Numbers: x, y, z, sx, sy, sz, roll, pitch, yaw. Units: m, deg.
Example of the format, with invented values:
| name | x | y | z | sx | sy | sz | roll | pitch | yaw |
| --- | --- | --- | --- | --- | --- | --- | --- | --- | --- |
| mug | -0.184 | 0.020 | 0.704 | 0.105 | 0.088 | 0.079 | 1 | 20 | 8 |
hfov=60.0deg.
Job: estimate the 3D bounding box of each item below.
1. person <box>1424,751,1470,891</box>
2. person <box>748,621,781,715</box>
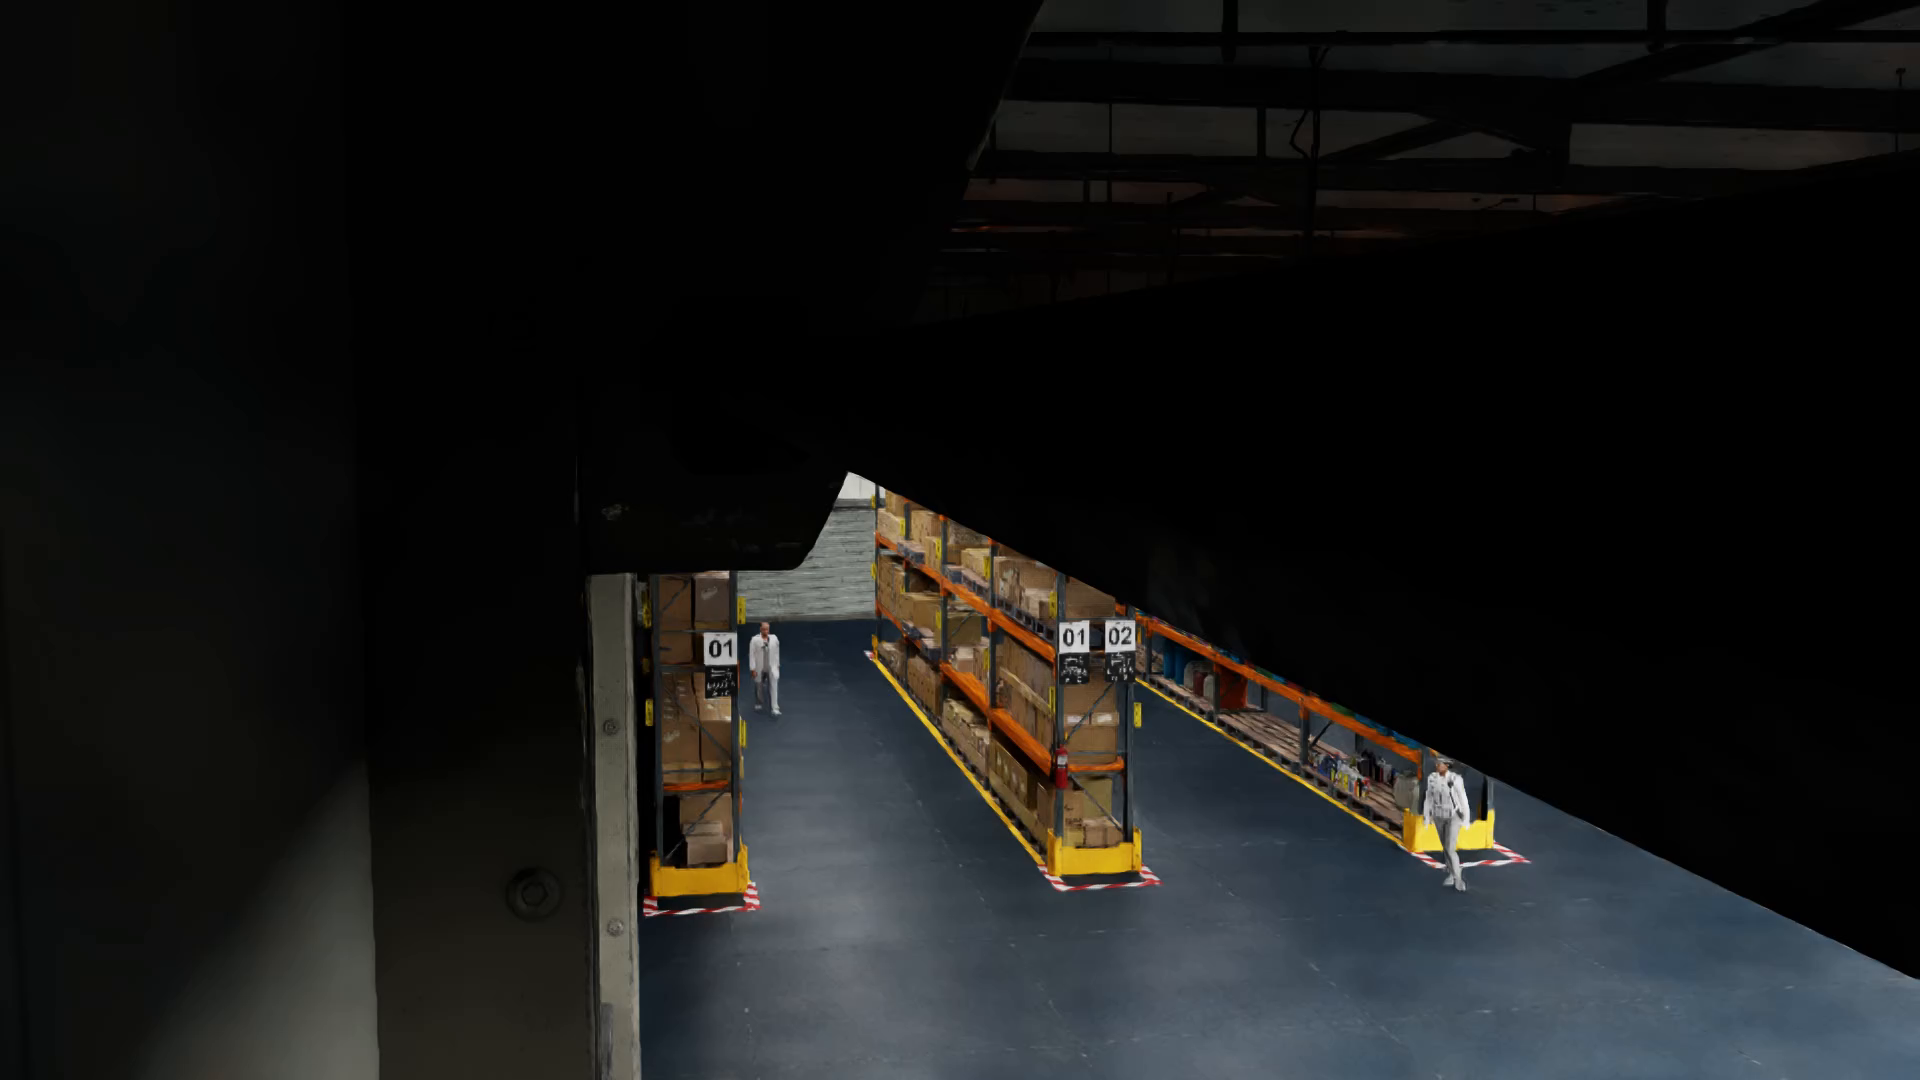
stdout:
| name | x | y | z | sx | sy | sz | roll | pitch | yaw |
| --- | --- | --- | --- | --- | --- | --- | --- | --- | --- |
| person | 5.976 | 3.402 | 20.351 | 0.593 | 1.668 | 0.466 | 6 | 8 | 44 |
| person | -3.583 | 2.332 | 30.556 | 0.601 | 1.698 | 1.196 | -1 | 6 | -13 |
